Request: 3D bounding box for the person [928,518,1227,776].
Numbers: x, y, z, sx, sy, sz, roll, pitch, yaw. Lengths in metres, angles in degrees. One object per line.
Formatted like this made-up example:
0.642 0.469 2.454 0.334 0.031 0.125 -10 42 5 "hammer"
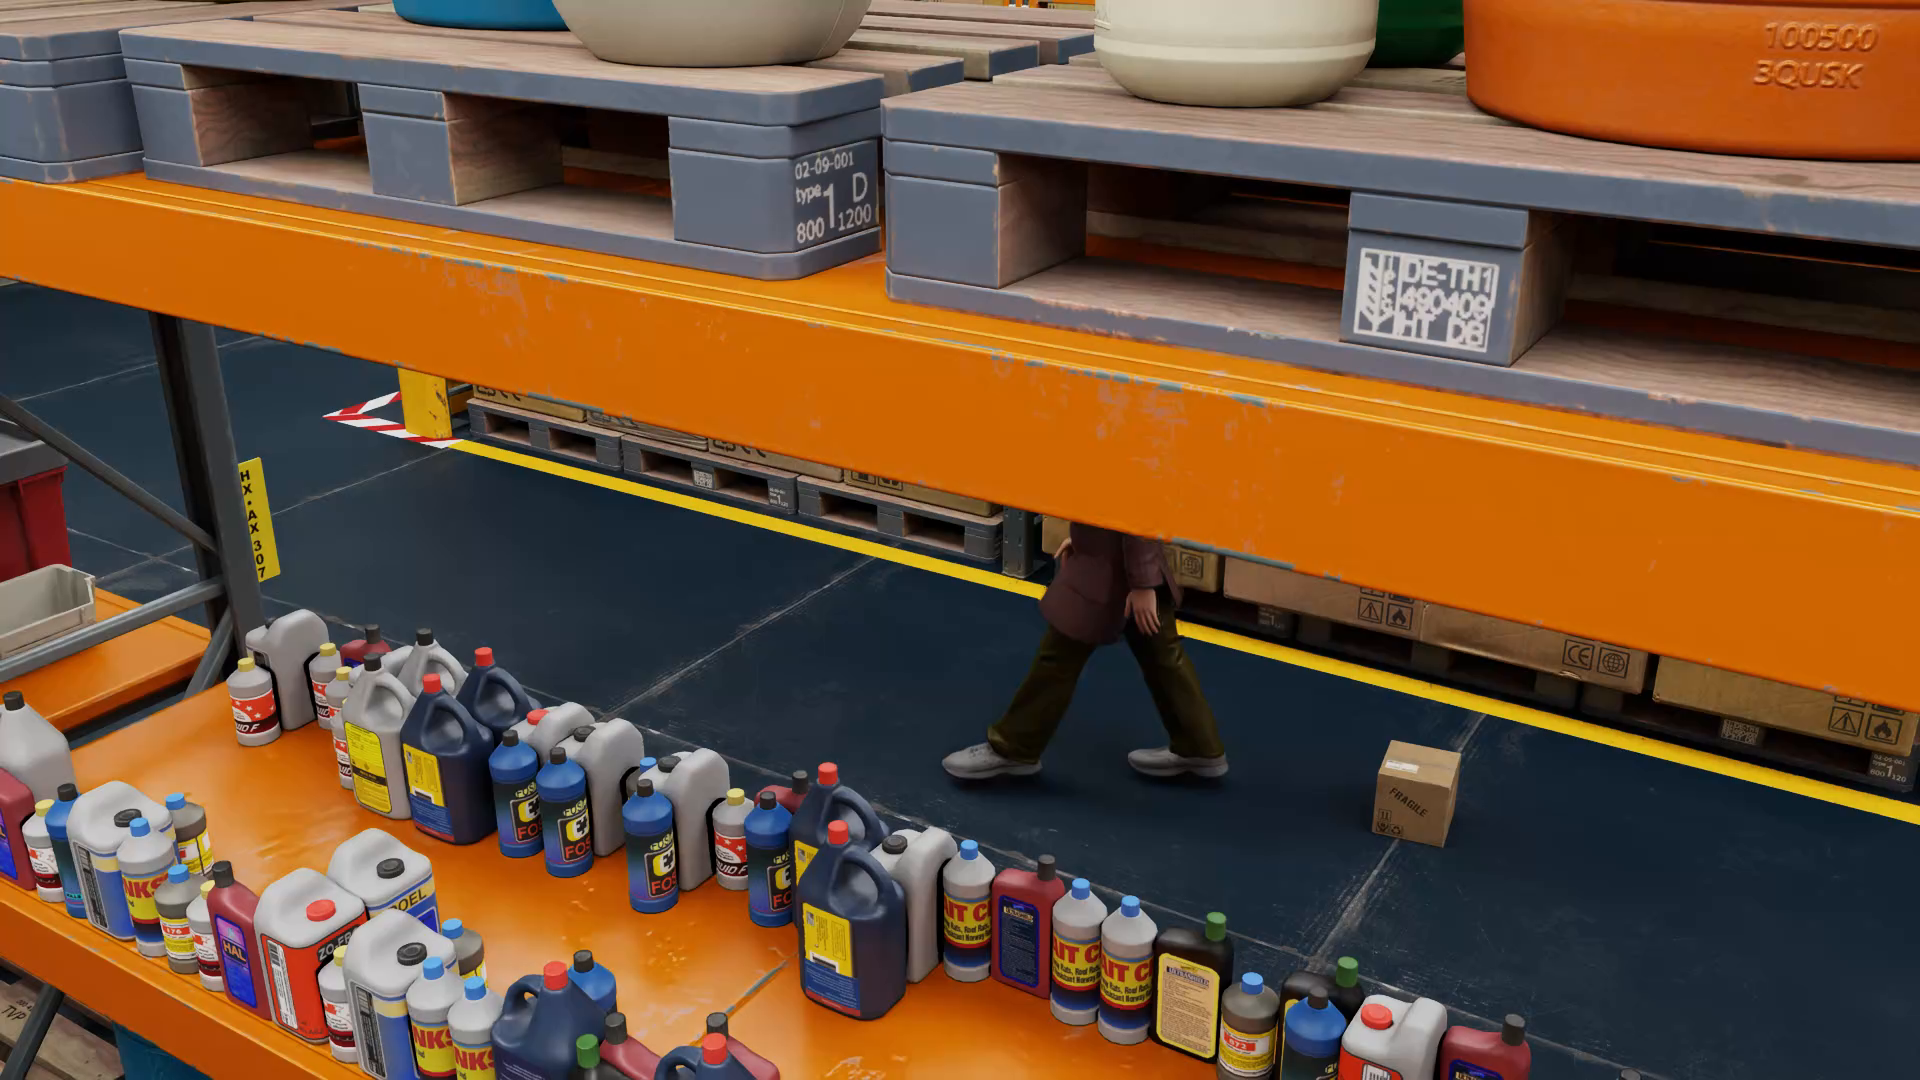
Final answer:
0.453 0.057 5.954 1.098 1.713 0.607 5 23 11 "person"
